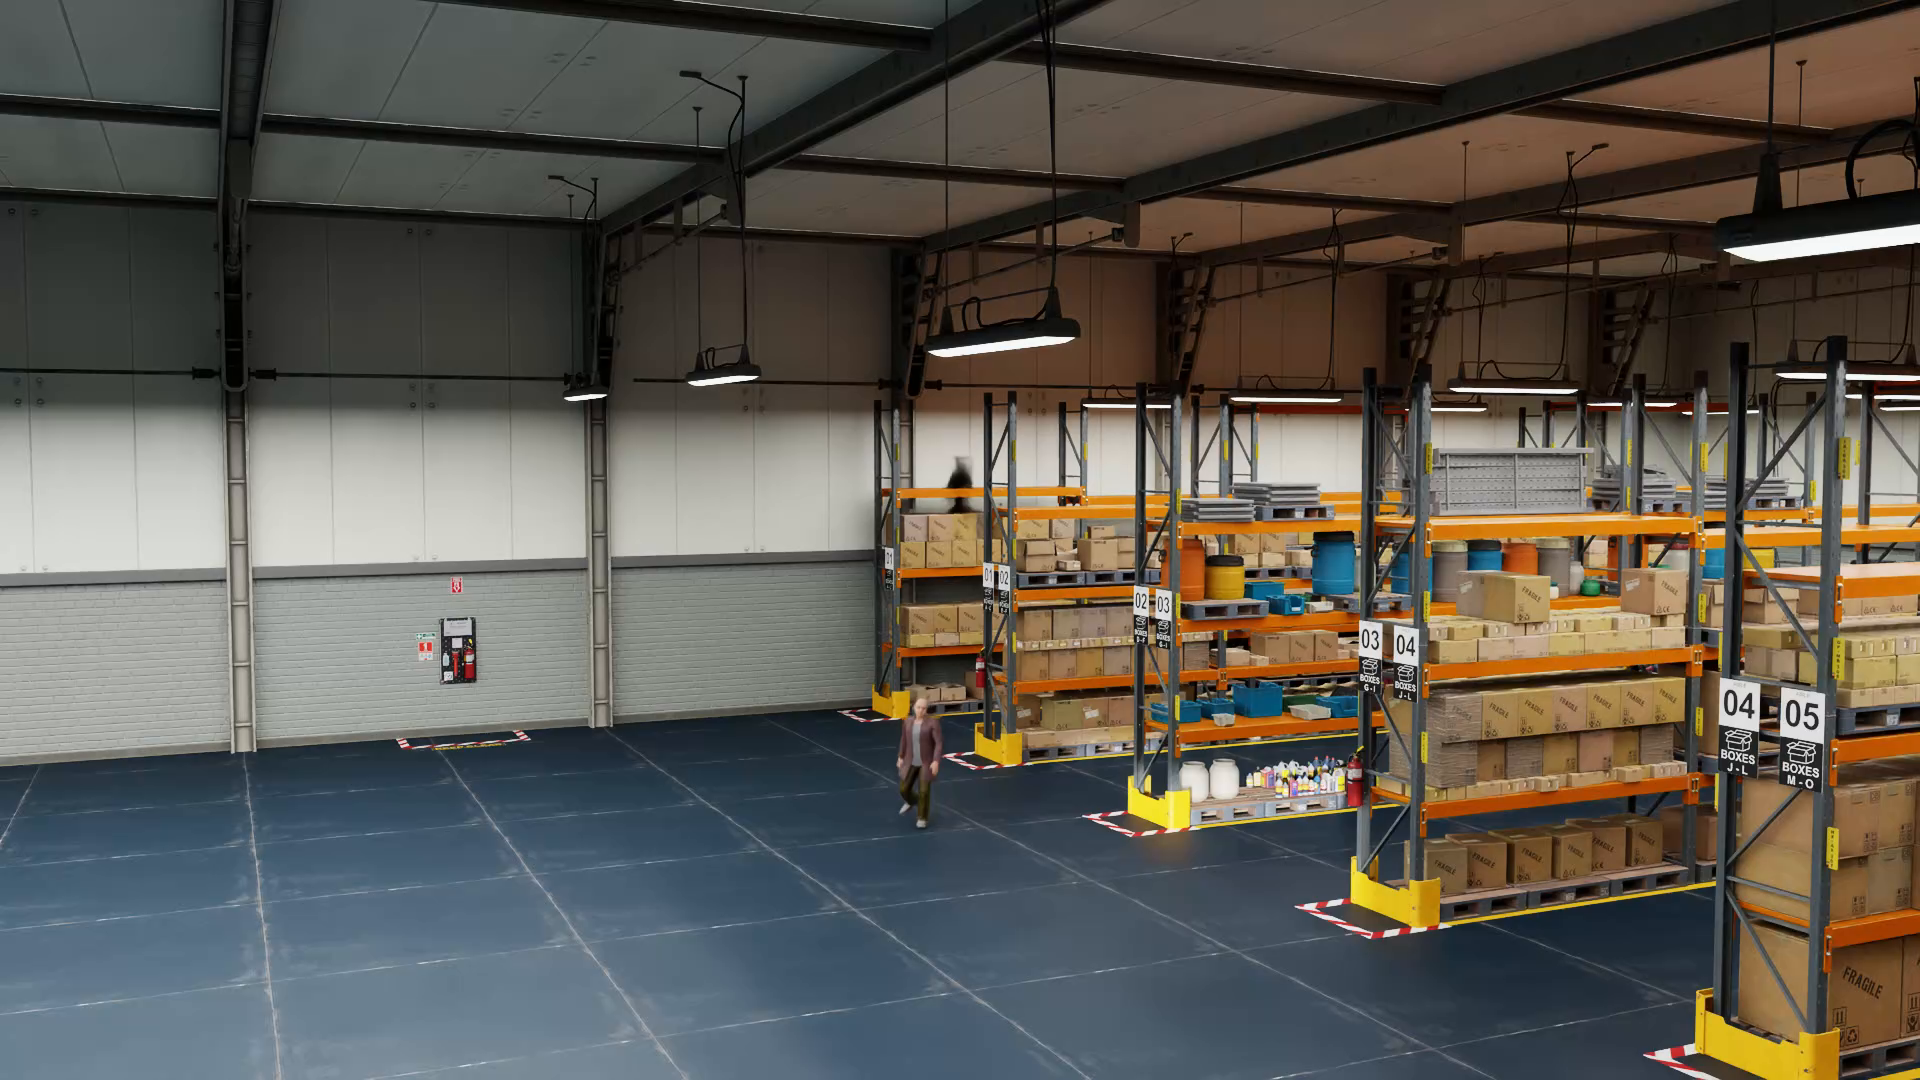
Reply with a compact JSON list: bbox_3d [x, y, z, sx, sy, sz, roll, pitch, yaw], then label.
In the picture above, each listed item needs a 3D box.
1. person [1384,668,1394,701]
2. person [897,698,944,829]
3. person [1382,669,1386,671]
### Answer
[{"bbox_3d":[7.505,2.664,28.451,0.656,1.689,0.685,-1,4,-19],"label":"person"},{"bbox_3d":[-0.528,2.983,22.404,0.739,1.745,0.734,1,3,18],"label":"person"},{"bbox_3d":[8.223,2.404,32.314,0.725,1.799,0.627,-2,4,-30],"label":"person"}]
